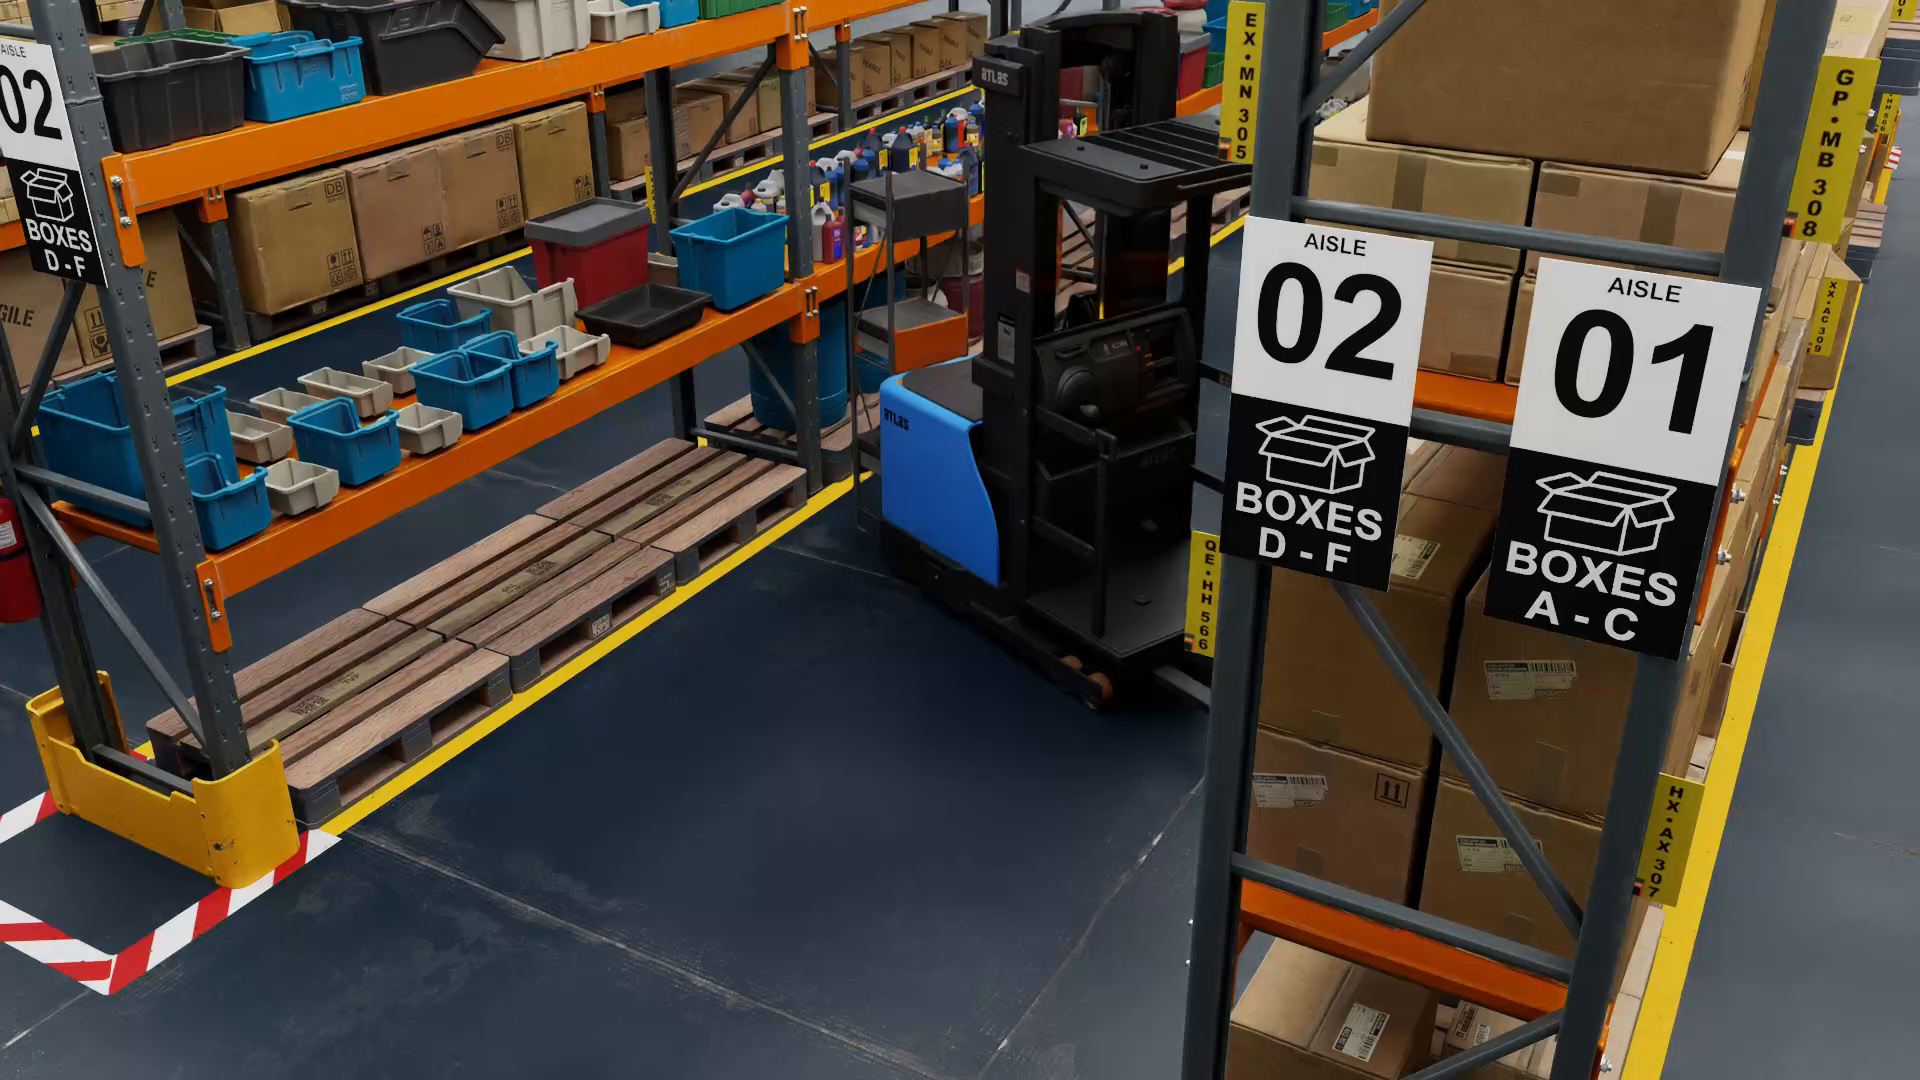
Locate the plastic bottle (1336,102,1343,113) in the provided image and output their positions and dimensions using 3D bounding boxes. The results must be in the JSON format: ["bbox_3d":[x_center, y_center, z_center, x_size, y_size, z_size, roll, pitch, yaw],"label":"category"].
[{"bbox_3d":[3.889,-4.425,17.290,0.152,0.276,0.135,13,30,25],"label":"plastic bottle"}]

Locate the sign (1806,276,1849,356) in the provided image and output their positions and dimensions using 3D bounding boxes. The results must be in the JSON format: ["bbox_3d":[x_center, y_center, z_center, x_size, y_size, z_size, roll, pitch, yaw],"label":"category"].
[{"bbox_3d":[3.510,-0.907,6.743,0.100,0.325,0.005,14,30,26],"label":"sign"}]

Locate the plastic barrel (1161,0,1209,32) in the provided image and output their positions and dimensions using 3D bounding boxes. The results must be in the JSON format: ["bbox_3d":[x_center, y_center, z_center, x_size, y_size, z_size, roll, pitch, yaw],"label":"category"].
[{"bbox_3d":[1.997,-4.582,14.901,0.433,0.535,0.433,0,27,0],"label":"plastic barrel"}]

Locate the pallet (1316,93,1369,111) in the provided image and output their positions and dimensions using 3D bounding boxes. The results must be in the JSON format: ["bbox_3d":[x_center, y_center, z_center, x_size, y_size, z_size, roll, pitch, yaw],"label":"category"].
[{"bbox_3d":[4.226,-4.803,18.608,1.003,0.211,1.213,14,30,26],"label":"pallet"}]

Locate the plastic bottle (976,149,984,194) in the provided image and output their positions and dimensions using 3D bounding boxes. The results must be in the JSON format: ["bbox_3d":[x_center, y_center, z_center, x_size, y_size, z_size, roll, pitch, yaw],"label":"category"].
[{"bbox_3d":[0.145,-2.414,10.852,0.061,0.283,0.133,14,30,26],"label":"plastic bottle"}]

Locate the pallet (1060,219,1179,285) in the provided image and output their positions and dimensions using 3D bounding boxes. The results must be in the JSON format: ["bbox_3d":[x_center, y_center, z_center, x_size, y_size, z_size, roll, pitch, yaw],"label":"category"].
[{"bbox_3d":[1.106,-2.334,13.676,1.003,0.211,1.213,14,30,26],"label":"pallet"}]

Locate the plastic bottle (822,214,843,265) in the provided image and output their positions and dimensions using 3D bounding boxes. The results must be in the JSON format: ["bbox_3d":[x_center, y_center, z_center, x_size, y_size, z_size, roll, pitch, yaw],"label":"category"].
[{"bbox_3d":[-0.725,-1.725,9.475,0.061,0.283,0.133,14,30,26],"label":"plastic bottle"}]

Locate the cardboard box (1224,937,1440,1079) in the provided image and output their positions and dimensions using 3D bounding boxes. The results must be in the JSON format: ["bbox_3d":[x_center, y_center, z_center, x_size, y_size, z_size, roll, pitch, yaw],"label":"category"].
[{"bbox_3d":[1.119,1.578,5.048,0.500,0.500,0.500,14,30,26],"label":"cardboard box"}]

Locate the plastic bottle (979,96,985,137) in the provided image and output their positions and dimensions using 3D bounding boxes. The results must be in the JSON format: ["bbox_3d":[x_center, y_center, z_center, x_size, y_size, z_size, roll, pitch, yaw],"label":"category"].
[{"bbox_3d":[0.197,-3.134,12.299,0.152,0.276,0.135,14,30,26],"label":"plastic bottle"}]

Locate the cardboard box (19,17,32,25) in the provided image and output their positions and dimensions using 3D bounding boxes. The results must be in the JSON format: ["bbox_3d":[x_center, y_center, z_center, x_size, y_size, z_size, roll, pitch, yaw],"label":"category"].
[{"bbox_3d":[-8.499,-4.686,15.071,0.380,0.149,0.250,13,29,24],"label":"cardboard box"}]

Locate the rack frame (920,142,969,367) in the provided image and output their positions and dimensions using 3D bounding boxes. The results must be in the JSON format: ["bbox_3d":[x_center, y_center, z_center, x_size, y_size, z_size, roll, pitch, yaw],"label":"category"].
[{"bbox_3d":[-0.081,-1.076,9.054,0.015,2.100,0.400,-19,32,-33],"label":"rack frame"}]

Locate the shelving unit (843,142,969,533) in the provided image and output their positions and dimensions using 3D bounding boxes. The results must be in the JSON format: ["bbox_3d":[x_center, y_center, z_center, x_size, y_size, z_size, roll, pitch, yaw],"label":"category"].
[{"bbox_3d":[-0.273,-1.009,8.919,0.503,2.100,0.431,-19,32,-33],"label":"shelving unit"}]

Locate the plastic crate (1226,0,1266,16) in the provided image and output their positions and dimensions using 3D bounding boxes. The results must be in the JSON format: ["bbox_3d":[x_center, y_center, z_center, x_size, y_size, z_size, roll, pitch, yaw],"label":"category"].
[{"bbox_3d":[2.687,-4.619,15.054,0.402,0.464,0.583,14,30,26],"label":"plastic crate"}]

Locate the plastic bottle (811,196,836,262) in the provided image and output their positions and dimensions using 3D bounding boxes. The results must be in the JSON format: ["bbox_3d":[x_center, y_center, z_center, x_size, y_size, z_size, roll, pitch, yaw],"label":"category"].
[{"bbox_3d":[-0.801,-1.788,9.525,0.144,0.351,0.185,14,30,26],"label":"plastic bottle"}]

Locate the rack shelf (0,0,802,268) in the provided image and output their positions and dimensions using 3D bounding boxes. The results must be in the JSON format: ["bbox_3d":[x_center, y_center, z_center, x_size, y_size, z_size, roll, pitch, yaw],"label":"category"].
[{"bbox_3d":[-2.260,-1.968,7.284,1.077,0.370,4.000,14,30,26],"label":"rack shelf"}]

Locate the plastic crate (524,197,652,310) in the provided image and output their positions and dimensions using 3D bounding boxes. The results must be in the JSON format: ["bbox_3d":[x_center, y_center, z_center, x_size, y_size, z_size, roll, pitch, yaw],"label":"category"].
[{"bbox_3d":[-1.934,-1.491,8.739,0.402,0.464,0.583,14,30,26],"label":"plastic crate"}]

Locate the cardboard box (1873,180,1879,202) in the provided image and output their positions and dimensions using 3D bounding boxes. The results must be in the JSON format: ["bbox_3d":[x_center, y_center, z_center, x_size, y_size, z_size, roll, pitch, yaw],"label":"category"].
[{"bbox_3d":[7.712,-3.020,14.534,0.500,0.250,0.500,14,30,26],"label":"cardboard box"}]

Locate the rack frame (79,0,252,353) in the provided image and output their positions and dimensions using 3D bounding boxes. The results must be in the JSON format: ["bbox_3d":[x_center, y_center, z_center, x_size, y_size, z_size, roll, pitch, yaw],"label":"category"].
[{"bbox_3d":[-5.589,-2.819,11.530,1.000,3.000,0.127,14,30,26],"label":"rack frame"}]

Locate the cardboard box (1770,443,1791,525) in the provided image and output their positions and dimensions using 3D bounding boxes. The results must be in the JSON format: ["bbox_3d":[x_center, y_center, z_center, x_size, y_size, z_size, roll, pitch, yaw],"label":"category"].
[{"bbox_3d":[4.239,-0.450,9.099,0.500,0.500,0.500,13,29,24],"label":"cardboard box"}]

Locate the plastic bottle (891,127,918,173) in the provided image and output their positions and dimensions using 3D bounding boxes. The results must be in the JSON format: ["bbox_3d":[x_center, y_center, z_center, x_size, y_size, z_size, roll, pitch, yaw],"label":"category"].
[{"bbox_3d":[-0.369,-2.585,11.118,0.144,0.351,0.185,14,30,26],"label":"plastic bottle"}]

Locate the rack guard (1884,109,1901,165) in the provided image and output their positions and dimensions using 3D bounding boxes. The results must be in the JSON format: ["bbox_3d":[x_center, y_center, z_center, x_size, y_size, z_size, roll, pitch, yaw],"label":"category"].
[{"bbox_3d":[8.949,-4.204,17.090,1.175,0.500,0.348,14,30,26],"label":"rack guard"}]

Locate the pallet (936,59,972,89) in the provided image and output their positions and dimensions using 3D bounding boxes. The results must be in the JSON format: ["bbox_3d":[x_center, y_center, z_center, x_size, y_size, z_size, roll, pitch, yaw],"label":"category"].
[{"bbox_3d":[-0.153,-5.910,20.821,1.003,0.211,1.213,14,30,26],"label":"pallet"}]

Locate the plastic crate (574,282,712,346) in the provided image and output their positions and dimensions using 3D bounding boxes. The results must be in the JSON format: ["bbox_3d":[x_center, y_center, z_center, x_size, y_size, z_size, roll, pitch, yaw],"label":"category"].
[{"bbox_3d":[-1.593,-1.137,8.410,0.437,0.125,0.590,14,30,26],"label":"plastic crate"}]

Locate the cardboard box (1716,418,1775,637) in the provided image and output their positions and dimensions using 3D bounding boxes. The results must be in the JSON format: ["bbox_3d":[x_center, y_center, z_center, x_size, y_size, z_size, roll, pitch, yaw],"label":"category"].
[{"bbox_3d":[2.015,-0.083,4.836,0.500,0.500,0.500,15,30,27],"label":"cardboard box"}]

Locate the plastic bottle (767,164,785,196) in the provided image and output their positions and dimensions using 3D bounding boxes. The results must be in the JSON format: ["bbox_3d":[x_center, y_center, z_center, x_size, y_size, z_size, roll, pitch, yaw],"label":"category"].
[{"bbox_3d":[-1.109,-2.136,10.222,0.144,0.351,0.185,14,30,26],"label":"plastic bottle"}]

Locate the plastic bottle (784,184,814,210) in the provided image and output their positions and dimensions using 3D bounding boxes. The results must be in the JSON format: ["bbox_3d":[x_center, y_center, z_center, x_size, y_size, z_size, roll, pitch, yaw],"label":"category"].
[{"bbox_3d":[-0.984,-2.105,10.159,0.144,0.351,0.185,14,30,26],"label":"plastic bottle"}]

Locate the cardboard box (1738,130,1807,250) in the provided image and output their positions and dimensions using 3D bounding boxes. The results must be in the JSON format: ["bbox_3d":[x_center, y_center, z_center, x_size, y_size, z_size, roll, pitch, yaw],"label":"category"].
[{"bbox_3d":[1.798,-0.911,3.977,0.500,0.250,0.500,14,30,26],"label":"cardboard box"}]

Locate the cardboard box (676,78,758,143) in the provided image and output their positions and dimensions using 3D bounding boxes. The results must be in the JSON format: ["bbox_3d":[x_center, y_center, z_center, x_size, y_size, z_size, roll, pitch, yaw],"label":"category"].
[{"bbox_3d":[-2.500,-4.381,16.952,0.700,0.500,0.500,12,29,22],"label":"cardboard box"}]

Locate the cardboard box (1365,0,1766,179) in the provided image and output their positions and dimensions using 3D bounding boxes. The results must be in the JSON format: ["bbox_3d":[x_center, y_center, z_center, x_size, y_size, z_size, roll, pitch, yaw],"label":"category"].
[{"bbox_3d":[1.305,-1.114,3.545,0.700,0.500,0.500,14,30,26],"label":"cardboard box"}]

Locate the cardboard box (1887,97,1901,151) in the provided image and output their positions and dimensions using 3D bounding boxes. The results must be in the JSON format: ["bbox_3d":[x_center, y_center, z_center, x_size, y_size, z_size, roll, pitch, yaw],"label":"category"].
[{"bbox_3d":[8.454,-3.939,15.532,0.500,0.500,0.500,14,30,26],"label":"cardboard box"}]

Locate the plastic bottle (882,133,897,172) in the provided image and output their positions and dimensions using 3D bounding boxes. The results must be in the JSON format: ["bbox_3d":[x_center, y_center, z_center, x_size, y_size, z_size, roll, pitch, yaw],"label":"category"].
[{"bbox_3d":[-0.485,-2.594,11.219,0.152,0.276,0.135,14,30,26],"label":"plastic bottle"}]

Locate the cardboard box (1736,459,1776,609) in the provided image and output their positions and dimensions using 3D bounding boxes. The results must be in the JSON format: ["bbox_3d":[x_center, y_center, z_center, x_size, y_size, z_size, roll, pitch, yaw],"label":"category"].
[{"bbox_3d":[2.509,-0.027,5.842,0.500,0.500,0.500,15,30,27],"label":"cardboard box"}]

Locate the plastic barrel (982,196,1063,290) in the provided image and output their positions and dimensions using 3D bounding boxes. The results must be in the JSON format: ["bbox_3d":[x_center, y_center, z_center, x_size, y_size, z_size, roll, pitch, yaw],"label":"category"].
[{"bbox_3d":[0.465,-2.310,12.469,0.600,0.830,0.708,14,30,26],"label":"plastic barrel"}]

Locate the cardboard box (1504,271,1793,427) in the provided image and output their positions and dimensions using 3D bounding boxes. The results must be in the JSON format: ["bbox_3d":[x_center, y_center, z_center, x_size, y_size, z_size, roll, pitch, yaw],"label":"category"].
[{"bbox_3d":[1.540,-0.496,3.706,0.500,0.250,0.500,14,30,26],"label":"cardboard box"}]

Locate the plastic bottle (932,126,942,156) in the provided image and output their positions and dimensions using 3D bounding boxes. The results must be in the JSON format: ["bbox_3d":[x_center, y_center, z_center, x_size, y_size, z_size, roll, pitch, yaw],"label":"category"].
[{"bbox_3d":[-0.177,-2.829,11.773,0.097,0.201,0.097,0,27,0],"label":"plastic bottle"}]

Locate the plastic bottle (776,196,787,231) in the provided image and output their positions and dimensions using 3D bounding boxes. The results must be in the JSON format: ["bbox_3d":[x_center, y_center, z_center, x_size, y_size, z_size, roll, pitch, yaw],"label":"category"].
[{"bbox_3d":[-1.067,-1.986,10.089,0.097,0.201,0.097,0,27,0],"label":"plastic bottle"}]

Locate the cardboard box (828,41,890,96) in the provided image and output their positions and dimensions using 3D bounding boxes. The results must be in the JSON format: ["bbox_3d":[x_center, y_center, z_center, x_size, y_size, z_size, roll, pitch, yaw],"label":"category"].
[{"bbox_3d":[-1.146,-5.379,18.967,0.500,0.500,0.500,-22,34,-37],"label":"cardboard box"}]

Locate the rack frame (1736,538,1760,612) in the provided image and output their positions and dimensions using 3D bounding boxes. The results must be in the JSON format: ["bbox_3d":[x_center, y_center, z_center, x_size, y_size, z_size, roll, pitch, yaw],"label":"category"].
[{"bbox_3d":[3.034,-0.636,7.170,1.000,3.000,0.127,14,30,26],"label":"rack frame"}]

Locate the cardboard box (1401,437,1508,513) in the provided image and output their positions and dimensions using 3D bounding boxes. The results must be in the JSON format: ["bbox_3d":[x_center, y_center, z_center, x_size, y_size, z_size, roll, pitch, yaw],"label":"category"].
[{"bbox_3d":[1.294,0.000,4.670,0.500,0.500,0.500,15,30,27],"label":"cardboard box"}]

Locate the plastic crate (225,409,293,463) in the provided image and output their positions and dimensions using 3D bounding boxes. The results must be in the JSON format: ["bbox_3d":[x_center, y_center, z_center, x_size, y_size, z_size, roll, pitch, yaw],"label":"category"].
[{"bbox_3d":[-3.001,-0.436,6.997,0.396,0.136,0.243,14,30,26],"label":"plastic crate"}]

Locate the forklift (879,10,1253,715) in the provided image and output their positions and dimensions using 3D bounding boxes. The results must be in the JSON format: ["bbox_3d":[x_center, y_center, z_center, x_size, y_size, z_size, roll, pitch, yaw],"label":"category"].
[{"bbox_3d":[0.860,-0.779,7.533,1.130,2.935,3.031,-19,32,-33],"label":"forklift"}]

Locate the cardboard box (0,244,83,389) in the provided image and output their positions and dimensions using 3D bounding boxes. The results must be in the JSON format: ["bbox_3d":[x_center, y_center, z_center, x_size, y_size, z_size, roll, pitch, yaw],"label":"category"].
[{"bbox_3d":[-6.426,-1.466,10.733,0.875,0.875,0.875,14,30,26],"label":"cardboard box"}]

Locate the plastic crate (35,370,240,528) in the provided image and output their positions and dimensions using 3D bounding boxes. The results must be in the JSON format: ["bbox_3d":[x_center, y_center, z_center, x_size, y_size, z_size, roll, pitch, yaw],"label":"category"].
[{"bbox_3d":[-3.242,-0.384,6.559,0.616,0.435,0.499,14,30,26],"label":"plastic crate"}]

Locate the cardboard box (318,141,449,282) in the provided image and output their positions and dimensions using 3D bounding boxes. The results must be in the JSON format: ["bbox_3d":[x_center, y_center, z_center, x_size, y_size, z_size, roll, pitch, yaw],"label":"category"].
[{"bbox_3d":[-4.852,-2.659,13.115,1.225,0.875,0.875,13,29,24],"label":"cardboard box"}]

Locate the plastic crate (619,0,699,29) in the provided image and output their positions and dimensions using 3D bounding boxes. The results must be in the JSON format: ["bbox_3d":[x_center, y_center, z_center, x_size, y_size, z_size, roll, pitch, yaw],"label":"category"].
[{"bbox_3d":[-1.446,-2.570,7.868,0.416,0.233,0.300,14,30,26],"label":"plastic crate"}]

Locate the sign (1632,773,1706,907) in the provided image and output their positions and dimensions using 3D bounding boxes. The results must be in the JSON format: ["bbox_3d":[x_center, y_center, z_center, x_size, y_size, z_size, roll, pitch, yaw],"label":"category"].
[{"bbox_3d":[1.539,0.655,3.623,0.100,0.325,0.005,14,30,26],"label":"sign"}]

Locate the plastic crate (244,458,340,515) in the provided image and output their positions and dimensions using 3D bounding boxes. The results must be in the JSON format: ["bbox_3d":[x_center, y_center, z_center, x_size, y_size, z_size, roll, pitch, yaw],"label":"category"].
[{"bbox_3d":[-2.606,-0.209,6.544,0.250,0.136,0.298,14,30,26],"label":"plastic crate"}]

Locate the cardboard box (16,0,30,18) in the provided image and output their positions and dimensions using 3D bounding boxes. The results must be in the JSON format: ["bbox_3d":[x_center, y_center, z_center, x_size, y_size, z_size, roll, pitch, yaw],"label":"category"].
[{"bbox_3d":[-8.495,-4.821,15.009,0.380,0.149,0.250,14,30,25],"label":"cardboard box"}]

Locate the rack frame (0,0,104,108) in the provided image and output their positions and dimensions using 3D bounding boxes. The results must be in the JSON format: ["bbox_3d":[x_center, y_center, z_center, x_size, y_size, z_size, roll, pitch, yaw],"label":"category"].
[{"bbox_3d":[-3.244,-2.852,4.894,1.000,3.000,0.127,14,30,26],"label":"rack frame"}]

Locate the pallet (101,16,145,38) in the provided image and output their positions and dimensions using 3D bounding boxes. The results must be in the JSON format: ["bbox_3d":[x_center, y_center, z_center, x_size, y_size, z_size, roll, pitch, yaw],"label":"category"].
[{"bbox_3d":[-8.147,-5.122,16.346,1.213,0.211,1.003,14,30,26],"label":"pallet"}]

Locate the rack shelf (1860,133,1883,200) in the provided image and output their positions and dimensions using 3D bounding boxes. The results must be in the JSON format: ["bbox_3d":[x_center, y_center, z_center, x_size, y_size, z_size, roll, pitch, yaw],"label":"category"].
[{"bbox_3d":[5.986,-2.653,12.002,1.077,0.370,4.000,14,30,26],"label":"rack shelf"}]
